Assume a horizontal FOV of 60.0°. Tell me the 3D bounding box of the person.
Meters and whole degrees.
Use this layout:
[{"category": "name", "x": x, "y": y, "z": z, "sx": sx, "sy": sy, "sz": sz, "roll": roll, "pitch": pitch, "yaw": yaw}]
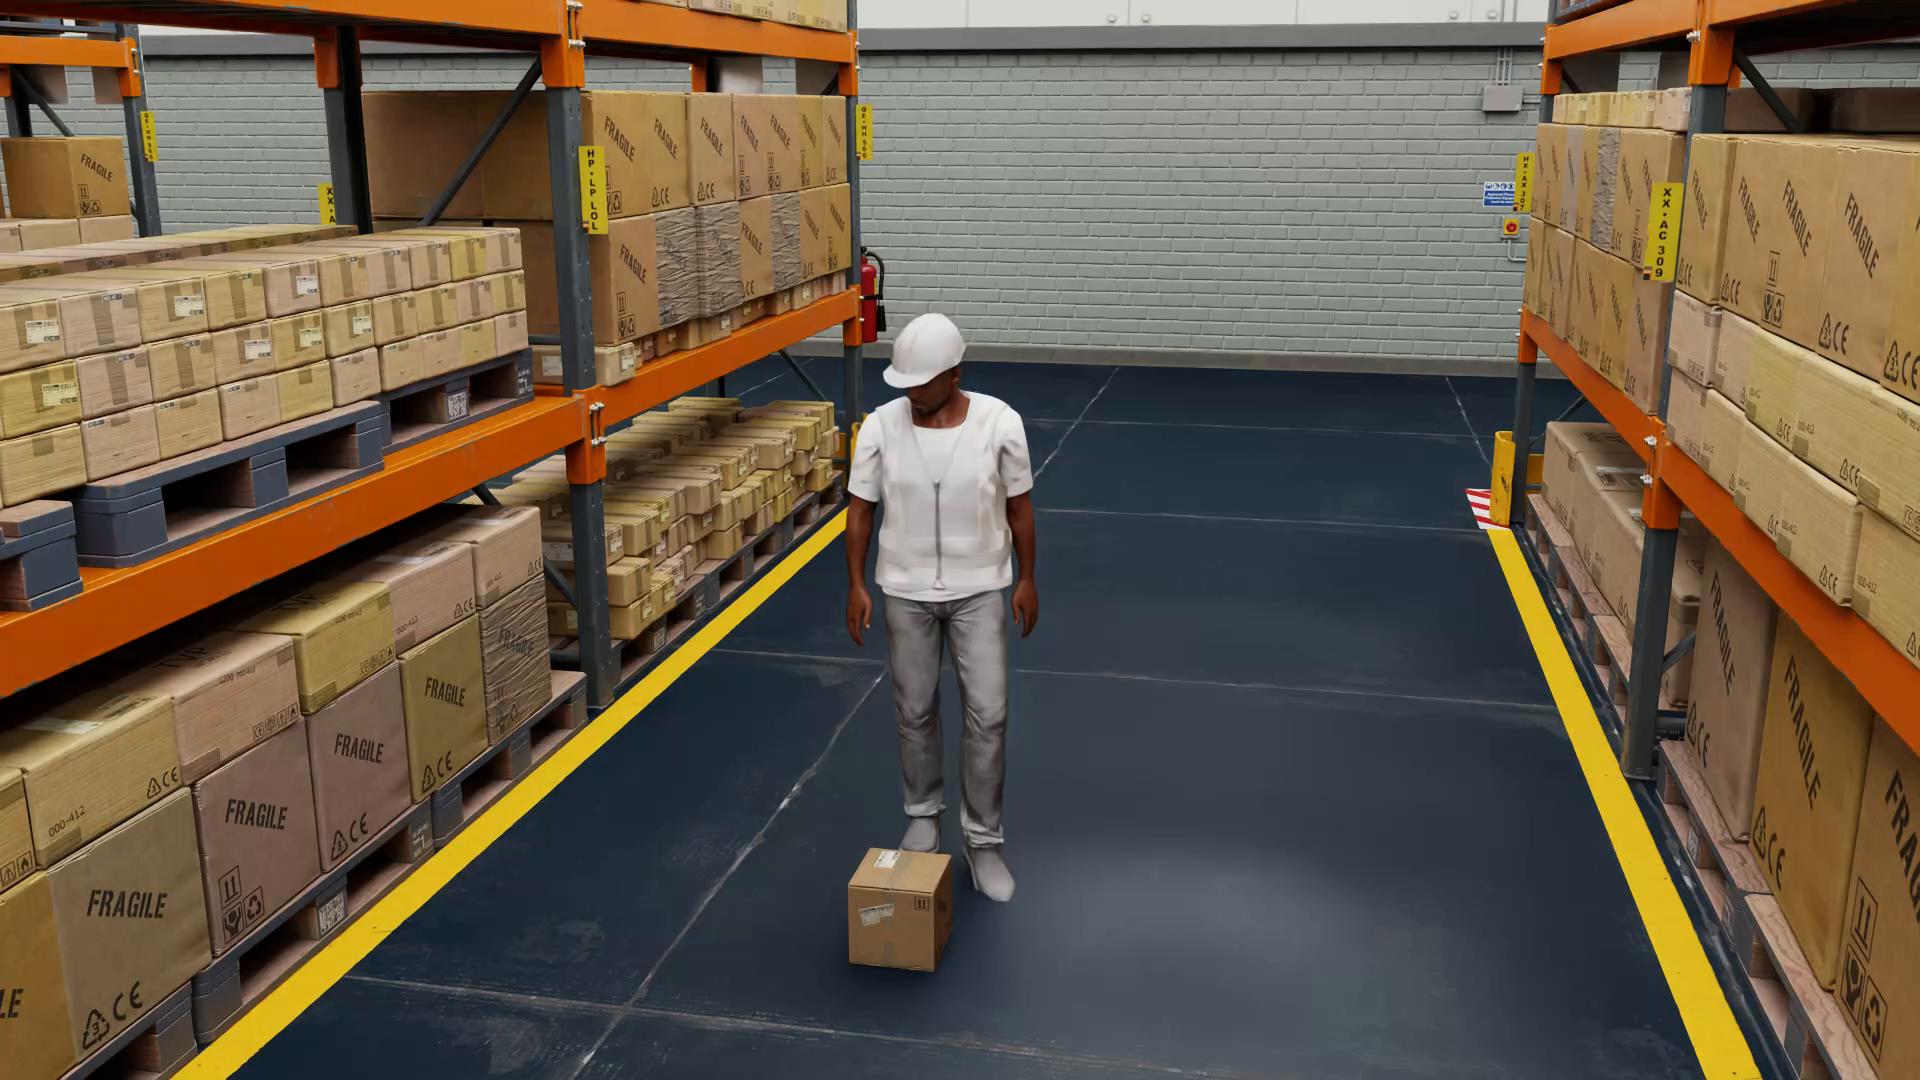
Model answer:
[{"category": "person", "x": -0.066, "y": 0.208, "z": 5.188, "sx": 0.615, "sy": 1.814, "sz": 0.503, "roll": 1, "pitch": 15, "yaw": 4}]
